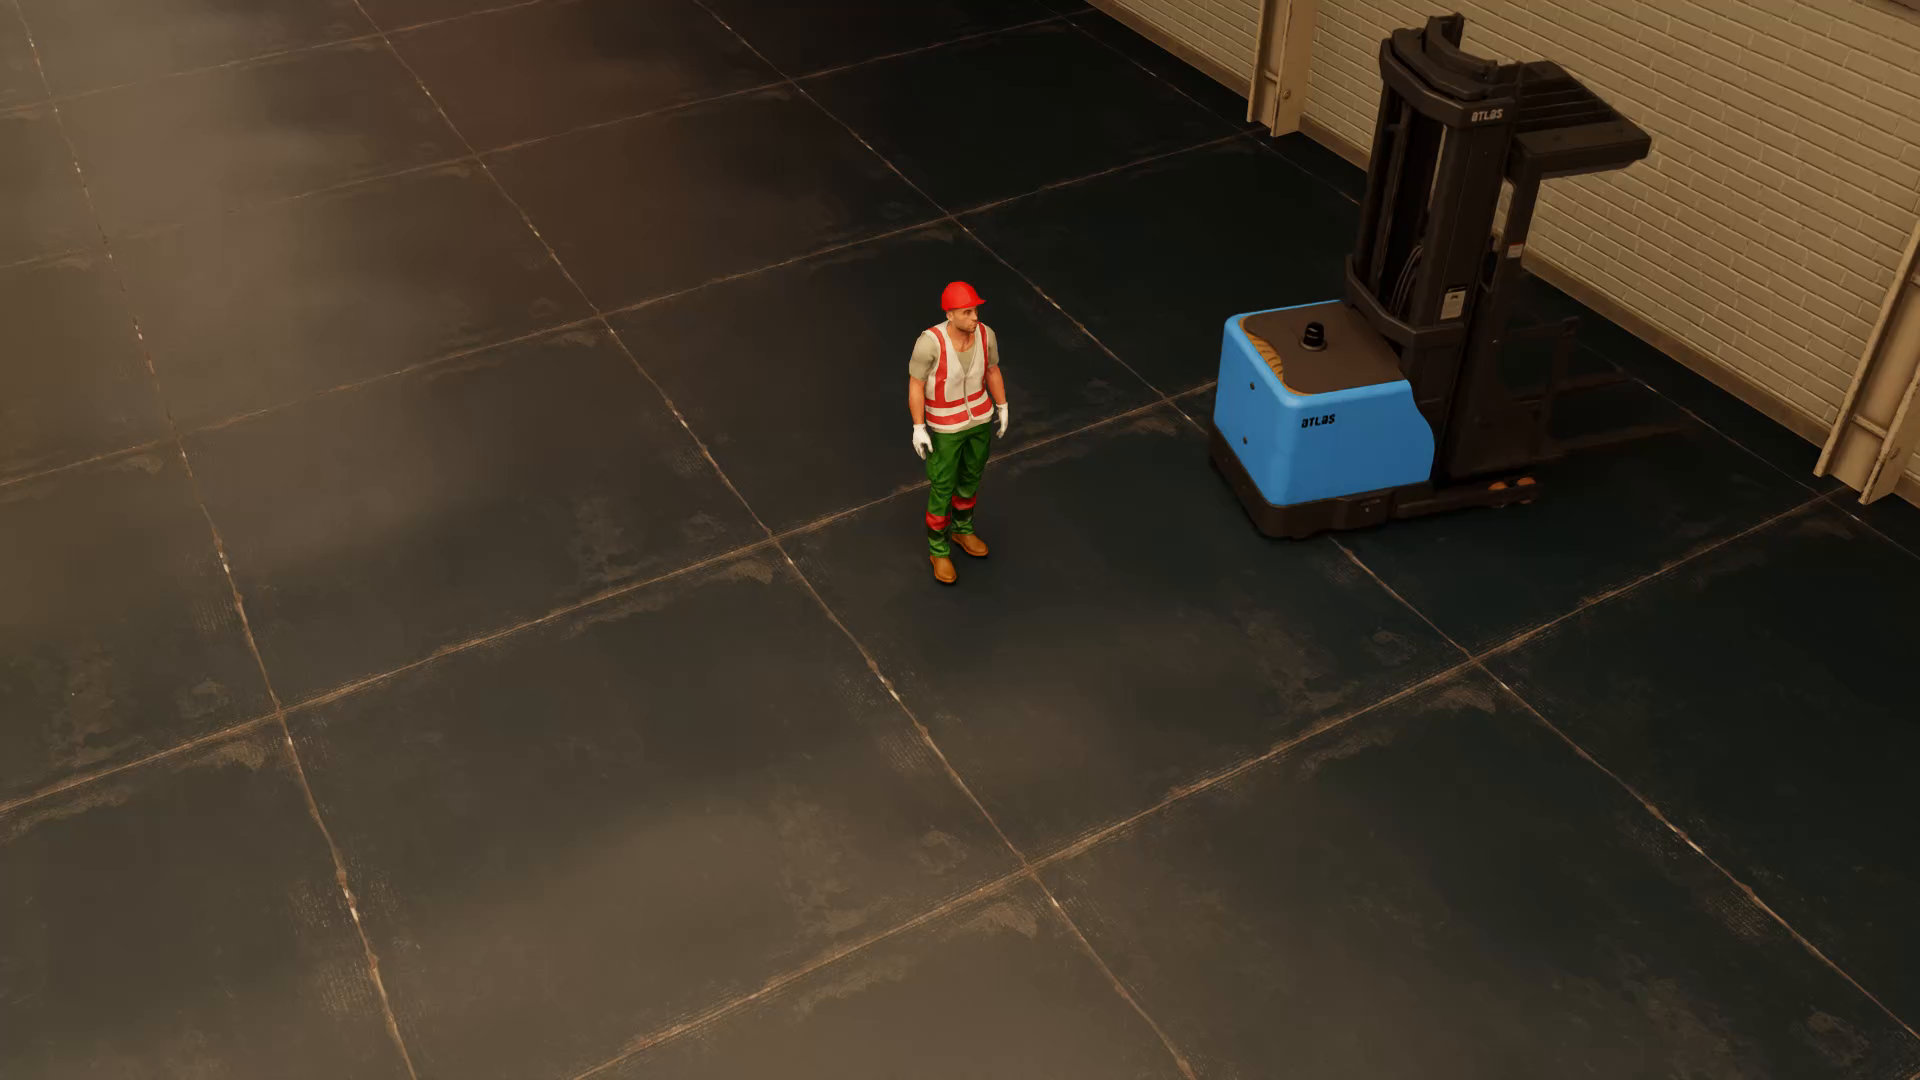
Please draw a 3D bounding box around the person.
[{"bbox_3d":[0.031,-0.646,9.699,0.638,1.789,0.562,-20,44,-23],"label":"person"}]

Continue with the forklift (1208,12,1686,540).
[{"bbox_3d":[3.205,-1.648,10.022,3.031,2.935,1.130,-10,41,-12],"label":"forklift"}]
